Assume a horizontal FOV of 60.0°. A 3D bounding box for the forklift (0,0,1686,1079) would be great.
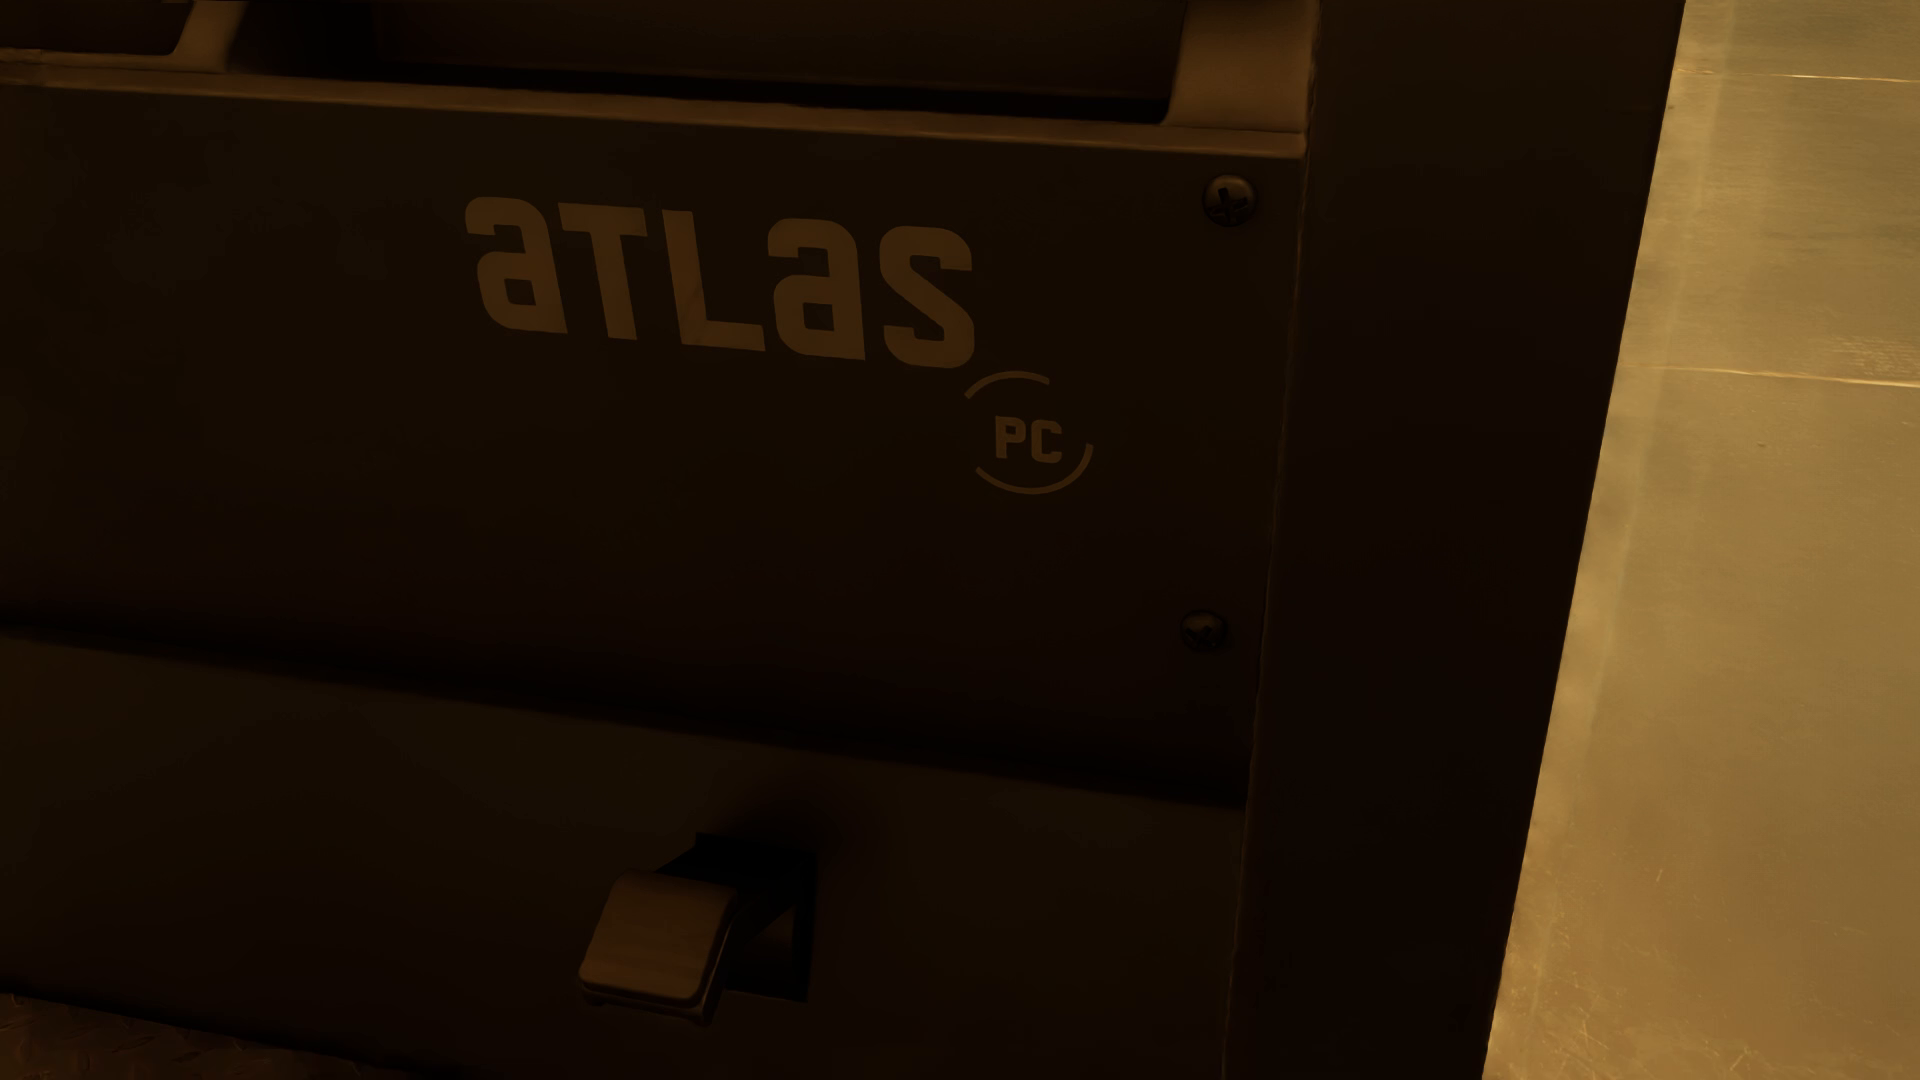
[{"bbox_3d":[-0.357,-0.563,0.361,1.130,2.935,3.031,6,27,12],"label":"forklift"}]
